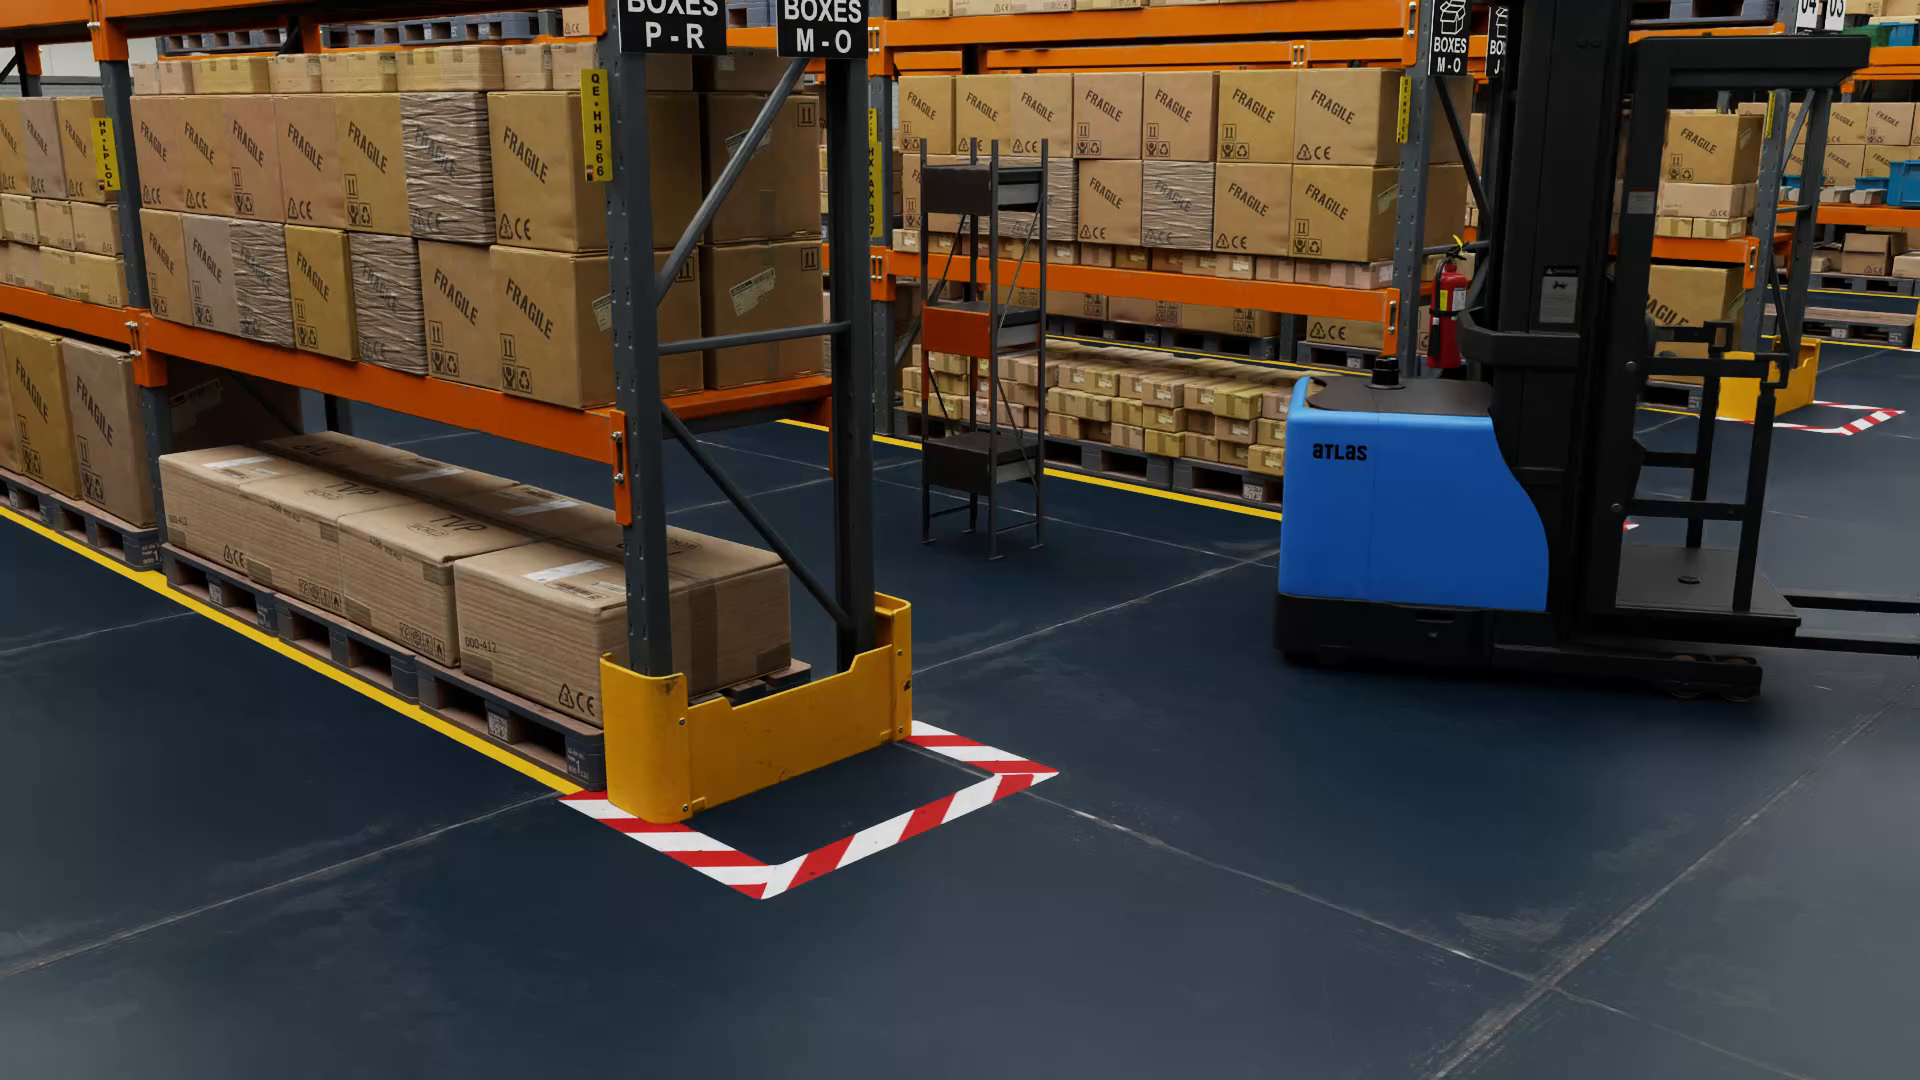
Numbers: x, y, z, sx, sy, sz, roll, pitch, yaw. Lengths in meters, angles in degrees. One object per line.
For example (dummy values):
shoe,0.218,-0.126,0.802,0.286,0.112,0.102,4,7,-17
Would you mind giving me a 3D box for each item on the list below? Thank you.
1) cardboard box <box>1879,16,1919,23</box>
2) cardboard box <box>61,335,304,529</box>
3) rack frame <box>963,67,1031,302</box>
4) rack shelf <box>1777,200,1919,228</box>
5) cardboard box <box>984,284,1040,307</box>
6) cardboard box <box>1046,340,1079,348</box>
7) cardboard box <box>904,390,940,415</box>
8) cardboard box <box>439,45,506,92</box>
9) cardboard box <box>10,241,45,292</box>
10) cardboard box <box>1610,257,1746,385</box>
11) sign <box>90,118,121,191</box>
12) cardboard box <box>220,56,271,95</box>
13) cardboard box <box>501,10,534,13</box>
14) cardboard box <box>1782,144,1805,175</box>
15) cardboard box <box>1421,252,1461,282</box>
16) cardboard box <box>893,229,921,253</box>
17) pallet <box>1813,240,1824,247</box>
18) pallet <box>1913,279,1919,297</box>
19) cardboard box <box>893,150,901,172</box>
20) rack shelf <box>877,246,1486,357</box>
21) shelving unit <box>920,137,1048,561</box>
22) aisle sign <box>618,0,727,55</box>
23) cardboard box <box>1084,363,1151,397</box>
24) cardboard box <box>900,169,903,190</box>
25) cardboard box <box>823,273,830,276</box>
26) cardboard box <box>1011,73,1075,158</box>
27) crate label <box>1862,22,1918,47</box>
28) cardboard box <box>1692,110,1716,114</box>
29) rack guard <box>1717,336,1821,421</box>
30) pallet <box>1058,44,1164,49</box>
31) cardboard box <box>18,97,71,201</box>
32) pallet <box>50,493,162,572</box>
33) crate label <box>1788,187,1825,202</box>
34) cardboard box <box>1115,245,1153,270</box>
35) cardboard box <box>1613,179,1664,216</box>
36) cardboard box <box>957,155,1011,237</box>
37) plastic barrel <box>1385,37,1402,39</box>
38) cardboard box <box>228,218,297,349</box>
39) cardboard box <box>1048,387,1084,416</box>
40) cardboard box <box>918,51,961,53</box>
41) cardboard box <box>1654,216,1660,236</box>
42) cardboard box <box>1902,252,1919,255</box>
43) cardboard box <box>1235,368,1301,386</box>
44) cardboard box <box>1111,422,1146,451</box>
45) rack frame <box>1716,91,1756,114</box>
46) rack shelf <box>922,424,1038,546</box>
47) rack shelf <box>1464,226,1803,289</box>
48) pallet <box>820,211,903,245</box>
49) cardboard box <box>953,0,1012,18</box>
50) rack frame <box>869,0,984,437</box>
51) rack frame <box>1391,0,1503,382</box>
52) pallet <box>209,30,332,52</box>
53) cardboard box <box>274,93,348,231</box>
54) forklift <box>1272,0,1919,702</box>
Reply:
cardboard box,11.430,-6.184,20.075,0.500,0.250,0.500,14,20,42
cardboard box,-4.080,-0.631,8.785,0.875,0.875,0.875,-14,20,-42
rack frame,0.421,-3.860,17.799,0.127,3.000,1.000,14,20,42
rack shelf,8.178,-3.361,17.310,4.000,0.370,1.077,14,20,42
cardboard box,0.904,-2.911,17.536,0.875,0.875,1.225,12,19,40
cardboard box,0.618,-1.295,11.593,0.250,0.149,0.380,13,20,42
cardboard box,-0.176,-0.979,11.563,0.250,0.149,0.380,13,19,40
cardboard box,-1.539,-1.604,5.672,0.250,0.149,0.380,13,20,42
cardboard box,-4.792,-1.503,9.049,0.500,0.250,0.500,13,19,41
cardboard box,5.664,-1.733,13.015,0.875,0.875,0.875,14,20,42
sign,-3.947,-1.783,7.688,0.005,0.325,0.100,14,20,42
cardboard box,-2.814,-1.920,6.884,0.250,0.149,0.380,13,19,41
cardboard box,-4.055,-4.766,14.472,0.500,0.311,0.500,14,20,42
cardboard box,10.728,-4.779,21.124,0.500,0.500,0.500,14,20,43
cardboard box,2.659,-1.572,9.516,0.250,0.149,0.380,13,20,42
cardboard box,-0.238,-2.047,11.338,0.380,0.149,0.250,-14,20,-42
pallet,13.007,-4.630,26.281,1.213,0.211,1.003,14,20,42
pallet,12.430,-3.061,20.262,1.213,0.211,1.003,14,20,42
cardboard box,-0.639,-2.682,11.762,0.380,0.149,0.250,-13,20,-42
rack shelf,1.225,-1.580,10.472,4.000,0.370,1.077,14,20,42
shelving unit,0.119,-0.987,8.556,0.503,2.100,0.431,14,20,42
aisle sign,-0.862,-1.851,4.930,0.004,0.787,0.394,14,20,42
cardboard box,0.997,-1.013,10.513,0.250,0.149,0.380,14,20,42
cardboard box,-0.367,-2.701,12.424,0.250,0.149,0.380,13,20,41
cardboard box,-1.312,-1.994,13.275,0.500,0.250,0.500,-14,20,-42
cardboard box,0.666,-2.649,10.378,0.500,0.500,0.500,14,20,43
crate label,9.178,-4.959,16.361,0.502,0.251,0.408,14,20,42
cardboard box,12.005,-6.727,26.487,0.500,0.250,0.500,13,20,41
rack guard,6.198,-1.247,12.725,0.348,0.500,1.175,14,20,42
pallet,1.729,-4.922,16.300,1.003,0.211,1.213,-13,20,-42
cardboard box,-4.451,-2.016,8.538,0.500,0.500,0.500,-14,20,-43
pallet,-4.186,-0.134,9.026,1.213,0.211,1.003,14,20,42
crate label,8.489,-3.468,16.698,0.243,0.136,0.396,14,20,42
cardboard box,1.165,-1.747,10.185,0.250,0.149,0.380,14,20,43
cardboard box,5.282,-2.657,12.889,0.500,0.250,0.500,13,20,41
cardboard box,0.328,-2.252,10.839,0.500,0.500,0.500,14,20,42
plastic barrel,5.240,-6.197,19.715,0.433,0.535,0.433,0,15,0
cardboard box,-2.709,-1.103,7.019,0.500,0.500,0.500,14,20,43
cardboard box,0.781,-0.904,10.684,0.250,0.149,0.380,13,20,42
cardboard box,-0.091,-5.278,17.588,0.500,0.250,0.500,14,20,42
cardboard box,5.326,-2.431,12.811,0.250,0.149,0.380,14,20,42
cardboard box,12.145,-3.462,20.850,0.500,0.250,0.500,14,20,42
cardboard box,1.913,-0.965,10.327,0.250,0.149,0.380,12,19,40
cardboard box,1.159,-0.670,10.375,0.380,0.149,0.250,-14,20,-43
rack frame,10.179,-4.958,22.011,0.127,3.000,1.000,14,20,42
rack shelf,0.119,-0.297,8.736,0.480,0.518,0.431,14,20,42
rack shelf,4.740,-2.462,13.860,4.000,0.370,1.077,14,20,42
pallet,-0.664,-2.345,12.364,1.213,0.211,1.003,14,20,42
cardboard box,0.302,-3.442,10.541,0.500,0.250,0.500,13,20,41
rack frame,-0.215,-2.278,11.725,0.127,3.000,1.000,14,20,42
rack frame,2.665,-1.578,9.038,0.127,3.000,1.000,14,20,42
pallet,-7.430,-5.445,18.108,1.213,0.211,1.003,14,20,42
cardboard box,-2.322,-1.497,6.546,0.500,0.500,0.500,13,20,42
forklift,2.883,-0.932,6.697,3.031,2.935,1.130,3,15,13
